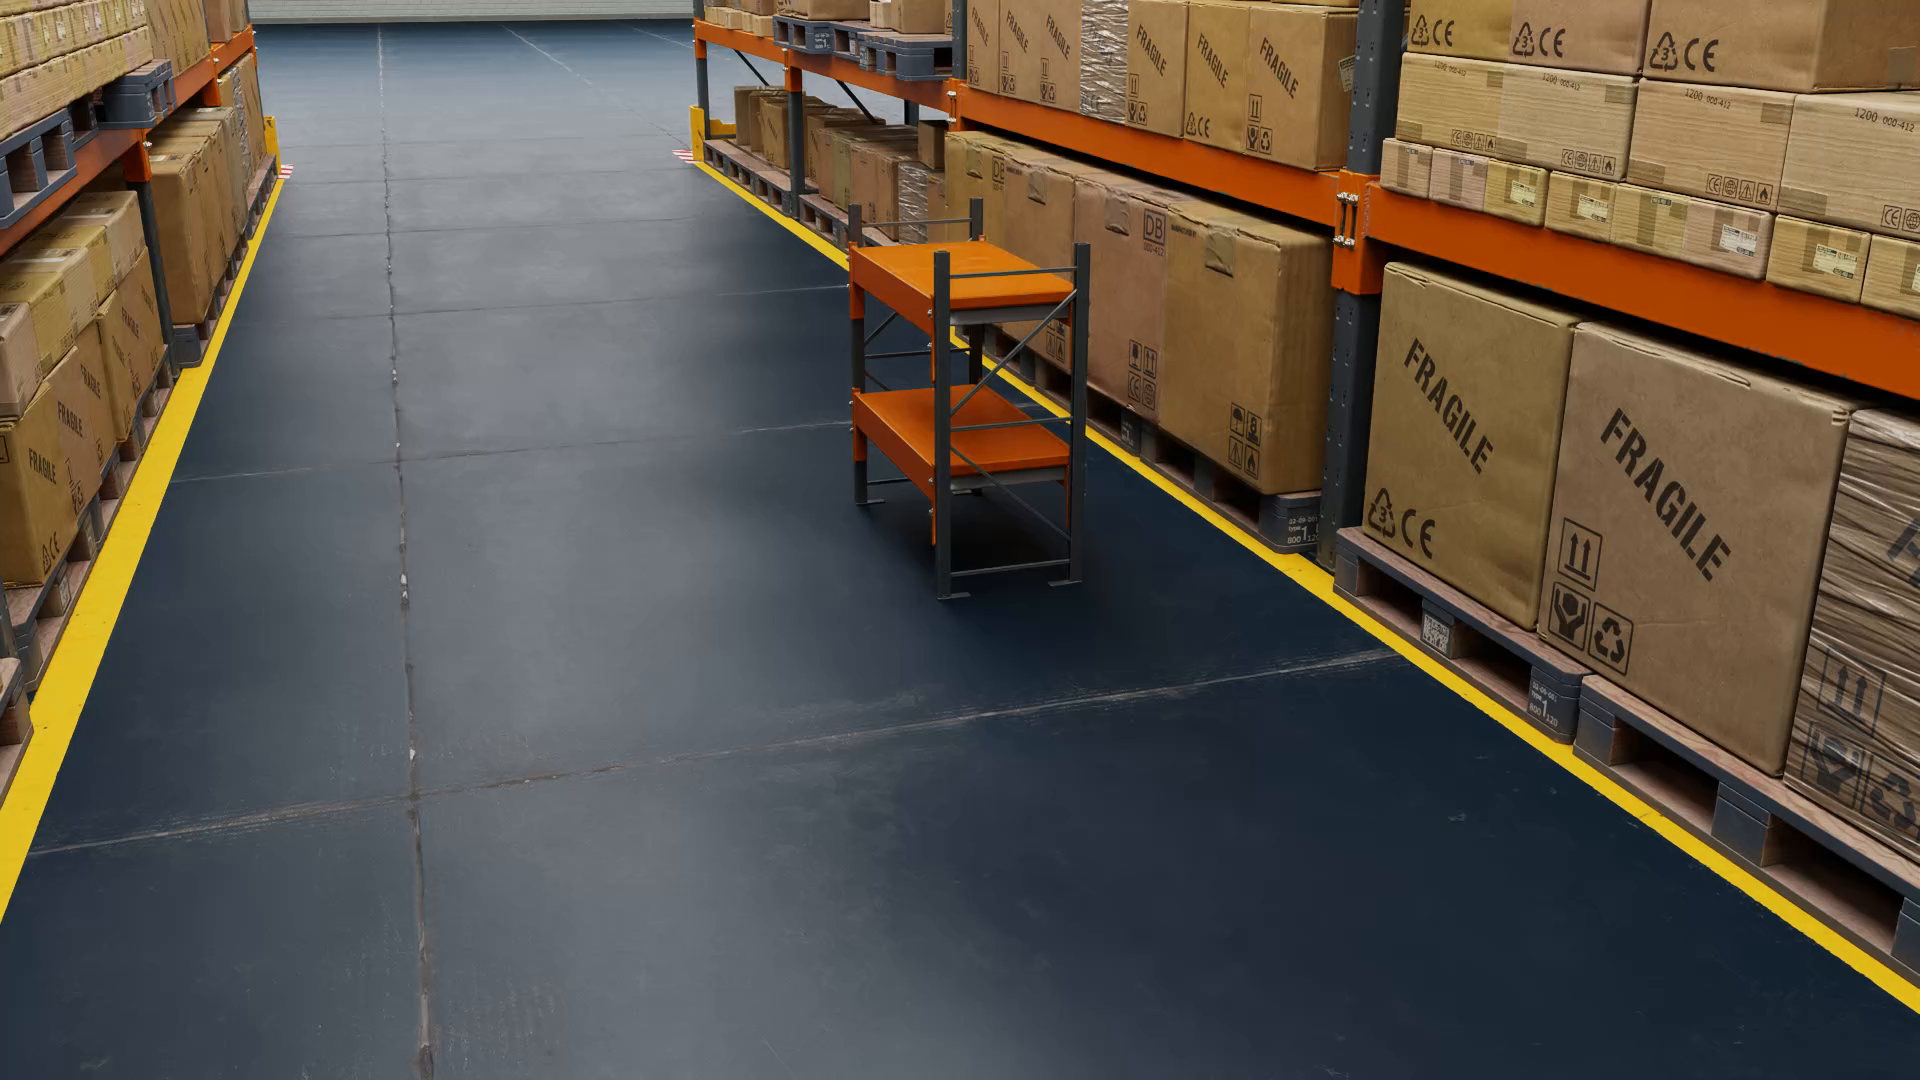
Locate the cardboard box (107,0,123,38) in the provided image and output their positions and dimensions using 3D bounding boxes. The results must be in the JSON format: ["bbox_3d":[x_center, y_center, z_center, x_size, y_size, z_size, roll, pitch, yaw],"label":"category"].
[{"bbox_3d":[-3.453,-2.012,6.390,0.380,0.149,0.250,-6,21,-17],"label":"cardboard box"}]

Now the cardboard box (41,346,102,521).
[{"bbox_3d":[-3.180,-0.325,5.460,0.500,0.500,0.500,-5,20,-15],"label":"cardboard box"}]

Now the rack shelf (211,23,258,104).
[{"bbox_3d":[-6.175,-3.739,12.954,1.077,0.370,4.000,-6,21,-17],"label":"rack shelf"}]

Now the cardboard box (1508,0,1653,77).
[{"bbox_3d":[1.764,-1.446,4.177,0.500,0.500,0.500,-6,21,-17],"label":"cardboard box"}]

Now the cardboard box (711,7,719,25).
[{"bbox_3d":[-2.075,-4.815,15.257,0.380,0.149,0.250,-6,21,-17],"label":"cardboard box"}]

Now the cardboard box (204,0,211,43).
[{"bbox_3d":[-5.868,-3.798,11.831,0.875,0.550,0.550,-6,21,-17],"label":"cardboard box"}]

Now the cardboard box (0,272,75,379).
[{"bbox_3d":[-3.183,-0.679,5.336,0.500,0.250,0.500,-6,21,-16],"label":"cardboard box"}]

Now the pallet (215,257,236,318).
[{"bbox_3d":[-4.845,-1.492,9.758,1.003,0.211,1.213,-6,21,-17],"label":"pallet"}]

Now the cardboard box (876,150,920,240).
[{"bbox_3d":[-0.150,-2.248,10.786,0.700,0.500,0.500,-5,20,-13],"label":"cardboard box"}]

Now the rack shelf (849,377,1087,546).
[{"bbox_3d":[0.002,-0.297,5.803,0.538,0.278,1.000,-6,21,-17],"label":"rack shelf"}]

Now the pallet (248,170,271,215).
[{"bbox_3d":[-6.098,-2.768,13.311,1.003,0.211,1.213,-6,21,-17],"label":"pallet"}]

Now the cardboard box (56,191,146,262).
[{"bbox_3d":[-3.825,-1.335,7.163,0.500,0.250,0.500,-7,21,-18],"label":"cardboard box"}]

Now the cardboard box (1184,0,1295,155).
[{"bbox_3d":[1.153,-1.691,6.039,0.500,0.500,0.500,-6,21,-16],"label":"cardboard box"}]

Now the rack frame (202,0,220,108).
[{"bbox_3d":[-5.547,-3.436,11.045,1.000,3.000,0.127,-6,21,-17],"label":"rack frame"}]

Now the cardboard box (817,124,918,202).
[{"bbox_3d":[-0.634,-2.762,12.216,0.700,0.500,0.500,-8,21,-21],"label":"cardboard box"}]

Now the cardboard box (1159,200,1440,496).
[{"bbox_3d":[1.488,-0.764,6.129,1.225,0.875,0.875,-6,21,-17],"label":"cardboard box"}]

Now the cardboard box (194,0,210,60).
[{"bbox_3d":[-5.129,-3.344,10.641,0.500,0.500,0.500,-7,21,-18],"label":"cardboard box"}]

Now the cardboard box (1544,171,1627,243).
[{"bbox_3d":[1.736,-0.862,4.250,0.380,0.149,0.250,-7,21,-19],"label":"cardboard box"}]

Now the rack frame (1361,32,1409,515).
[{"bbox_3d":[1.705,-1.363,5.274,0.949,2.616,0.053,-6,21,-17],"label":"rack frame"}]

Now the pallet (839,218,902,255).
[{"bbox_3d":[-0.173,-1.976,11.107,1.003,0.211,1.213,-6,21,-17],"label":"pallet"}]

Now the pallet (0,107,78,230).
[{"bbox_3d":[-3.134,-1.039,4.656,1.003,0.211,1.213,-6,21,-17],"label":"pallet"}]

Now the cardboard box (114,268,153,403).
[{"bbox_3d":[-3.675,-0.823,6.848,0.500,0.500,0.500,-6,20,-15],"label":"cardboard box"}]

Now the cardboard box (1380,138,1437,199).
[{"bbox_3d":[1.486,-1.115,4.955,0.380,0.149,0.250,-6,21,-17],"label":"cardboard box"}]

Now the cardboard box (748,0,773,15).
[{"bbox_3d":[-1.265,-4.583,13.650,0.875,0.500,0.500,-6,21,-17],"label":"cardboard box"}]

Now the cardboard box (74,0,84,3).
[{"bbox_3d":[-3.215,-1.904,5.652,0.380,0.149,0.250,-6,21,-16],"label":"cardboard box"}]

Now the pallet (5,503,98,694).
[{"bbox_3d":[-3.278,0.194,5.064,1.003,0.211,1.213,-6,21,-17],"label":"pallet"}]

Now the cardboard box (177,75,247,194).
[{"bbox_3d":[-5.678,-2.843,11.916,0.875,0.875,0.875,-6,21,-16],"label":"cardboard box"}]

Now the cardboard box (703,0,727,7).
[{"bbox_3d":[-1.917,-5.222,15.429,0.875,0.500,0.500,-6,21,-17],"label":"cardboard box"}]

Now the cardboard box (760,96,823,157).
[{"bbox_3d":[-1.484,-3.642,14.696,0.500,0.500,0.500,-4,20,-12],"label":"cardboard box"}]

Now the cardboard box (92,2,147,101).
[{"bbox_3d":[-4.174,-2.372,7.936,0.500,0.500,0.500,-6,21,-17],"label":"cardboard box"}]

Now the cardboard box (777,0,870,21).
[{"bbox_3d":[-0.689,-4.141,11.499,1.000,1.000,1.000,-6,21,-17],"label":"cardboard box"}]

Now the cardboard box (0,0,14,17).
[{"bbox_3d":[-2.813,-1.492,4.504,0.380,0.149,0.250,-6,21,-16],"label":"cardboard box"}]

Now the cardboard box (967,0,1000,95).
[{"bbox_3d":[0.346,-2.509,8.317,0.500,0.500,0.500,-6,21,-16],"label":"cardboard box"}]

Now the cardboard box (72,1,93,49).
[{"bbox_3d":[-3.213,-1.765,5.704,0.380,0.149,0.250,-7,21,-18],"label":"cardboard box"}]

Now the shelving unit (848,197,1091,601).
[{"bbox_3d":[0.002,-0.527,5.720,0.538,1.125,1.048,-6,21,-17],"label":"shelving unit"}]

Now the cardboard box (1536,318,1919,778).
[{"bbox_3d":[2.123,-0.052,4.146,0.875,0.875,0.875,-6,21,-17],"label":"cardboard box"}]

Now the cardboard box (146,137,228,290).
[{"bbox_3d":[-4.673,-1.776,9.132,1.050,0.750,0.750,-6,21,-16],"label":"cardboard box"}]

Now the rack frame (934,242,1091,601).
[{"bbox_3d":[0.162,-0.364,5.266,0.500,1.125,0.032,-6,21,-17],"label":"rack frame"}]

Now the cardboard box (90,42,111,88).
[{"bbox_3d":[-3.300,-1.710,5.991,0.380,0.149,0.250,-6,21,-16],"label":"cardboard box"}]

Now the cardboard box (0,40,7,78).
[{"bbox_3d":[-2.719,-1.263,4.307,0.380,0.149,0.250,-6,21,-16],"label":"cardboard box"}]

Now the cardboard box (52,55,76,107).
[{"bbox_3d":[-3.045,-1.455,5.280,0.380,0.149,0.250,-7,21,-20],"label":"cardboard box"}]

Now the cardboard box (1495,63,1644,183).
[{"bbox_3d":[1.759,-1.094,4.307,0.500,0.250,0.500,-6,21,-17],"label":"cardboard box"}]

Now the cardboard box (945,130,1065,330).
[{"bbox_3d":[0.648,-1.621,8.514,1.225,0.875,0.875,-7,21,-20],"label":"cardboard box"}]

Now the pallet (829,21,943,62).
[{"bbox_3d":[-0.210,-3.188,10.637,1.003,0.211,1.213,-6,21,-17],"label":"pallet"}]
